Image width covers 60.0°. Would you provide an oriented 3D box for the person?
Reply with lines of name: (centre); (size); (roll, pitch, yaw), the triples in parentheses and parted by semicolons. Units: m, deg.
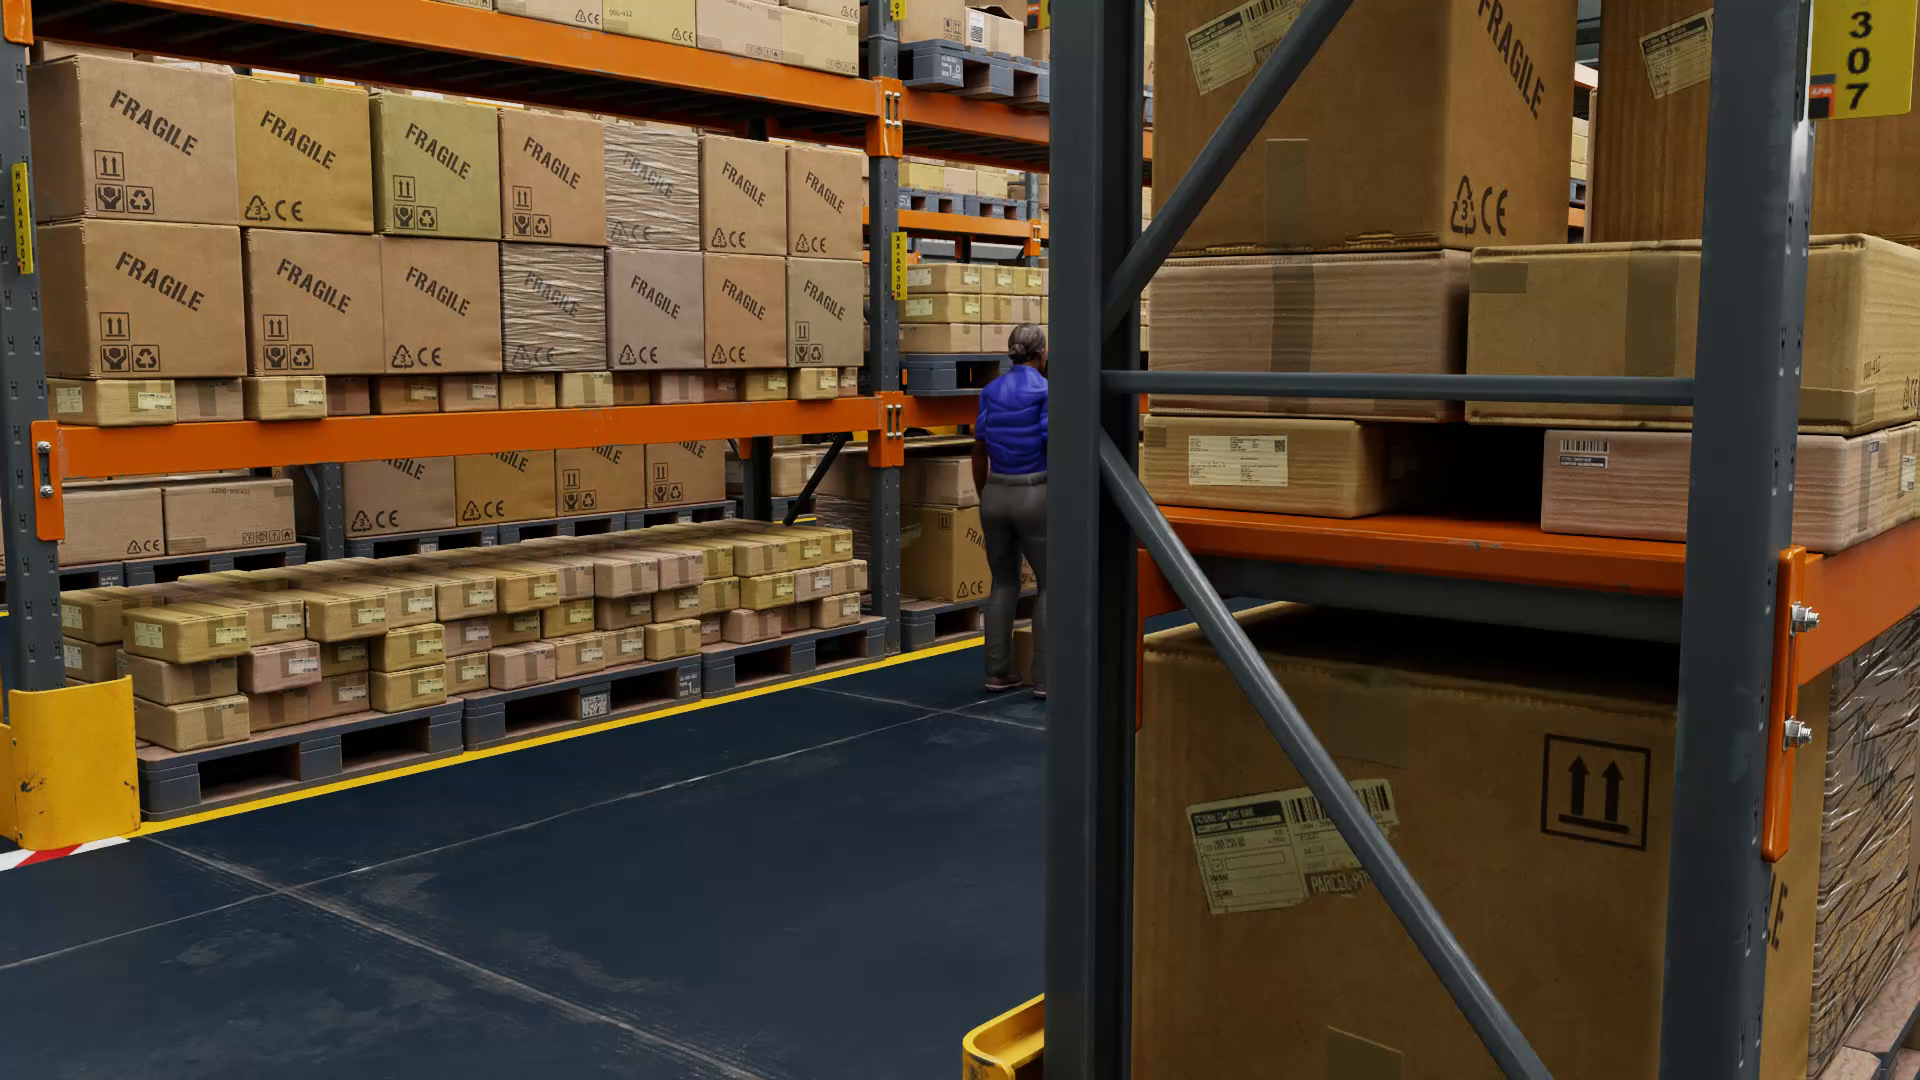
person: (0.292, -0.137, 7.412); (0.511, 1.654, 0.346); (5, 8, 34)
